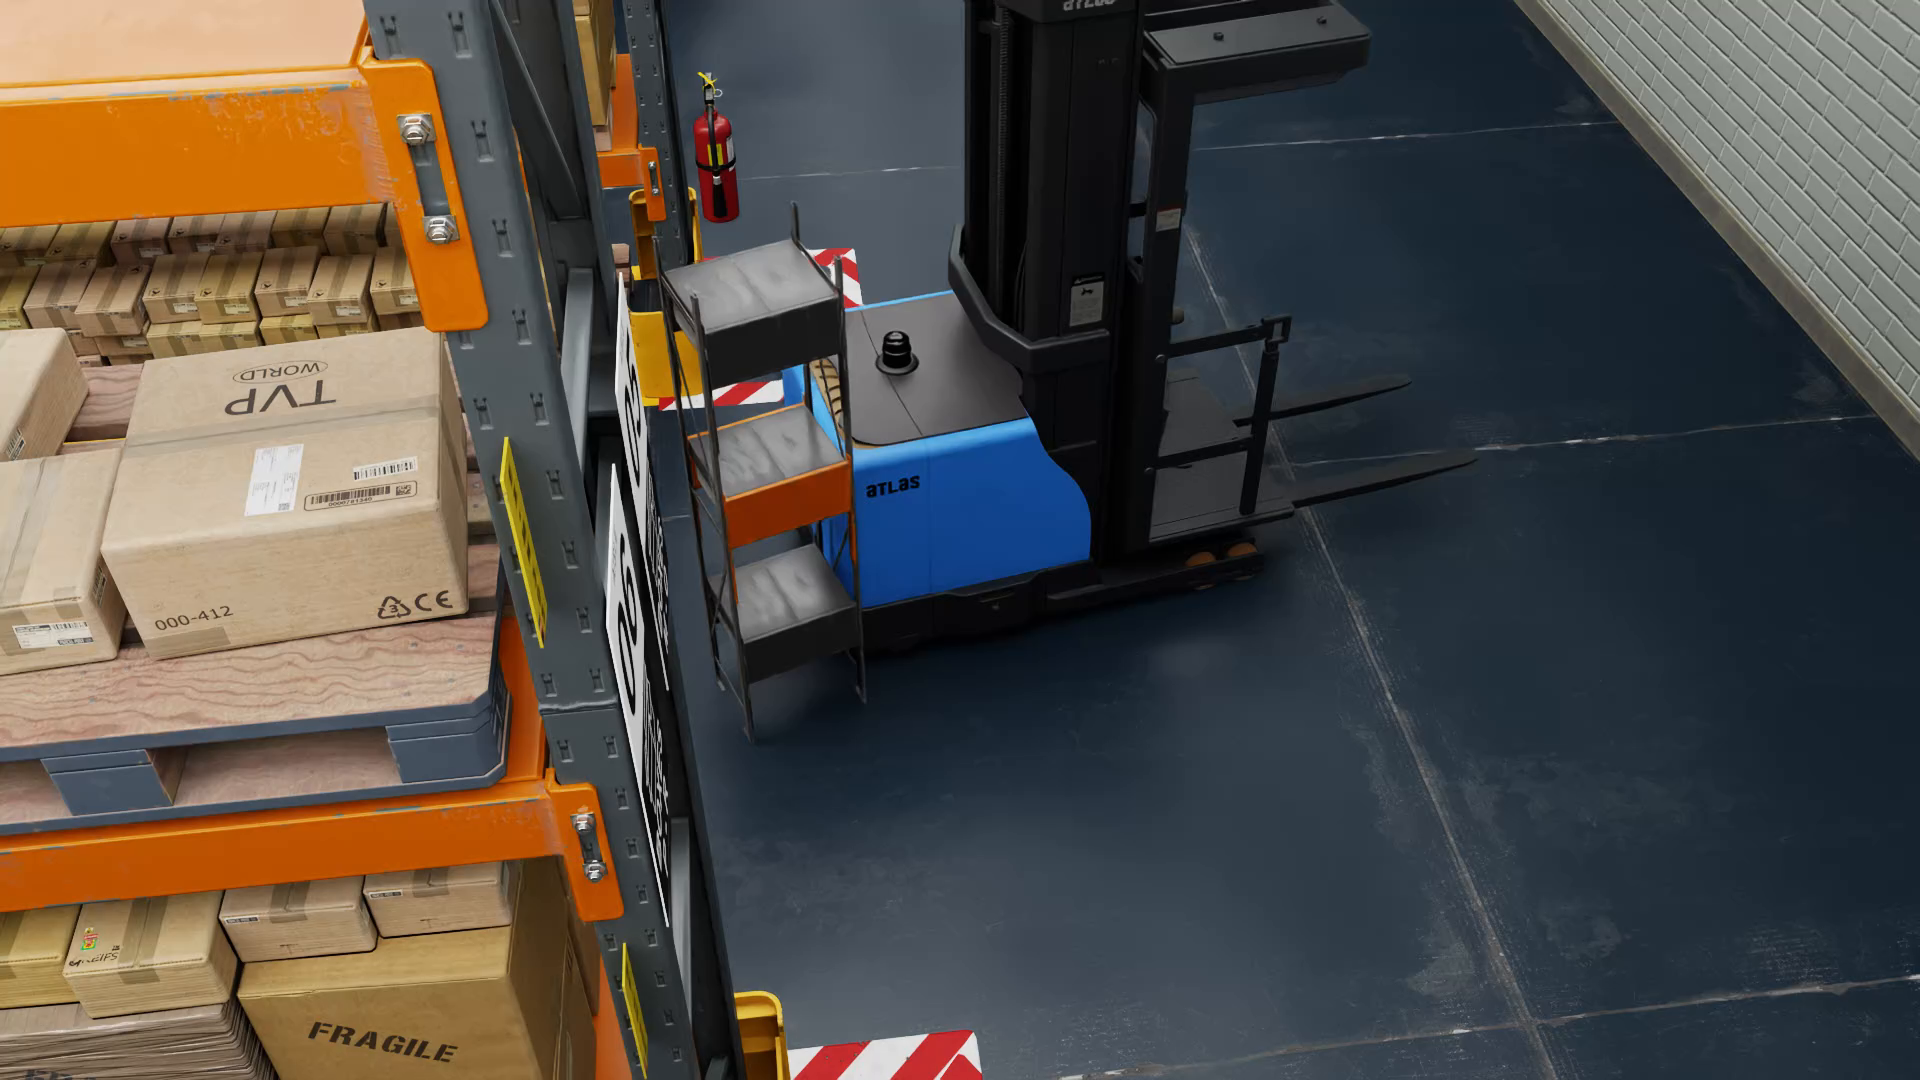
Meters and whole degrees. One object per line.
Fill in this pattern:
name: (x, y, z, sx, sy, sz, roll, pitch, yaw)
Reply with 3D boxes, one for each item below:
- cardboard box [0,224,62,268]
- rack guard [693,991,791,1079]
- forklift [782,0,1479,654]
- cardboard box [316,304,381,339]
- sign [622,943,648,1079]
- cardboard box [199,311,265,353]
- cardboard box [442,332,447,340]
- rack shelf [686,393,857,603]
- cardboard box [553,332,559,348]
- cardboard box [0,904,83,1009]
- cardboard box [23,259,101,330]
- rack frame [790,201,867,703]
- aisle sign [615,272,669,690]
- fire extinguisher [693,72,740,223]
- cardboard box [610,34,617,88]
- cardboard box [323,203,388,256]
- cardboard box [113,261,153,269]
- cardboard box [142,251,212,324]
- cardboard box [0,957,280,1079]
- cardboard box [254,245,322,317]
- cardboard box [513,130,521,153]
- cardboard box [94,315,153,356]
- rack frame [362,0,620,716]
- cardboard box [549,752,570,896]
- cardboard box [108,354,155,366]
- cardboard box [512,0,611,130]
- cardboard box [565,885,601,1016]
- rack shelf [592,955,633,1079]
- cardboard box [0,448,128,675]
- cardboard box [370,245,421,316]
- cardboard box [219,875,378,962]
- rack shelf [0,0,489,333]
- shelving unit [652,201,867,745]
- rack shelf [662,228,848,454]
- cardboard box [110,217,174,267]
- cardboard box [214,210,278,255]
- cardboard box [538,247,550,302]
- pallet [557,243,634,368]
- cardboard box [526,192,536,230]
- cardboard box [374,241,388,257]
cardboard box: (-4.573, -1.470, 8.226, 0.250, 0.149, 0.380, -5, 42, -6)
rack guard: (-0.654, 1.985, 4.891, 0.348, 0.500, 1.175, -5, 42, -6)
forklift: (0.813, -1.198, 6.605, 3.031, 2.935, 1.130, -12, 43, -13)
cardboard box: (-2.933, -1.093, 8.030, 0.250, 0.149, 0.380, -4, 42, -5)
sign: (-0.621, 0.902, 3.184, 0.005, 0.325, 0.100, -5, 42, -6)
cardboard box: (-3.459, -1.040, 7.972, 0.250, 0.149, 0.380, -5, 42, -5)
cardboard box: (-2.421, -1.146, 8.089, 0.250, 0.149, 0.380, -7, 42, -7)
rack shelf: (-0.693, -0.156, 6.091, 0.480, 0.518, 0.431, -19, 45, -20)
cardboard box: (-1.915, -1.133, 8.297, 0.250, 0.149, 0.380, -4, 42, -5)
cardboard box: (-1.757, 0.684, 3.161, 0.250, 0.149, 0.380, -4, 42, -5)
cardboard box: (-4.237, -1.160, 7.883, 0.250, 0.149, 0.380, -6, 42, -7)
rack frame: (-0.475, -0.240, 6.163, 0.015, 2.100, 0.400, -19, 45, -20)
aisle sign: (-0.644, -0.105, 3.402, 0.004, 0.787, 0.394, -5, 42, -6)
fire extinguisher: (-1.110, -1.768, 7.522, 0.183, 0.674, 0.296, -5, 42, -6)
cardboard box: (-1.784, -2.316, 7.981, 0.250, 0.149, 0.380, -5, 42, -6)
cardboard box: (-3.019, -1.583, 8.352, 0.250, 0.149, 0.380, -3, 42, -4)
cardboard box: (-4.073, -1.377, 8.345, 0.250, 0.149, 0.380, -4, 42, -4)
cardboard box: (-3.715, -1.207, 7.934, 0.250, 0.149, 0.380, -7, 42, -7)
cardboard box: (-1.640, 0.915, 3.390, 0.500, 0.500, 0.500, -5, 42, -5)
cardboard box: (-3.209, -1.243, 7.975, 0.250, 0.149, 0.380, -6, 42, -7)
cardboard box: (-1.958, -1.914, 7.535, 0.250, 0.149, 0.380, -5, 42, -6)
cardboard box: (-3.965, -1.056, 7.989, 0.250, 0.149, 0.380, -3, 42, -4)
rack frame: (-0.678, -1.169, 2.043, 0.127, 3.000, 1.000, -5, 42, -6)
cardboard box: (-1.191, 0.503, 3.847, 0.500, 0.500, 0.500, -6, 42, -6)
cardboard box: (-3.973, -0.969, 8.115, 0.250, 0.149, 0.380, -7, 42, -7)
cardboard box: (-1.832, -2.158, 7.321, 0.500, 0.500, 0.500, -4, 42, -5)
cardboard box: (-1.191, 0.873, 4.184, 0.500, 0.500, 0.500, -5, 42, -6)
rack shelf: (-2.661, 1.500, 4.100, 4.000, 0.370, 1.077, -5, 42, -6)
cardboard box: (-1.518, 0.033, 2.748, 0.250, 0.149, 0.380, -8, 43, -9)
cardboard box: (-2.674, -1.253, 7.986, 0.250, 0.149, 0.380, -7, 42, -7)
cardboard box: (-1.257, 0.612, 3.242, 0.250, 0.149, 0.380, -4, 42, -5)
rack shelf: (-2.661, -0.580, 2.225, 4.000, 0.370, 1.077, -5, 42, -6)
shelving unit: (-0.693, -0.166, 6.081, 0.503, 2.100, 0.431, -19, 45, -20)
rack shelf: (-0.693, -0.676, 5.622, 0.480, 0.518, 0.431, -19, 45, -20)
cardboard box: (-4.049, -1.525, 8.287, 0.250, 0.149, 0.380, -7, 43, -8)
cardboard box: (-3.523, -1.506, 8.266, 0.250, 0.149, 0.380, -5, 42, -5)
cardboard box: (-1.912, -1.324, 8.064, 0.250, 0.149, 0.380, -5, 42, -5)
pallet: (-2.305, -1.131, 8.561, 1.213, 0.211, 1.003, -5, 42, -6)
cardboard box: (-2.241, -1.615, 8.386, 0.250, 0.149, 0.380, -4, 42, -5)
cardboard box: (-3.002, -1.450, 8.426, 0.250, 0.149, 0.380, -7, 43, -8)
